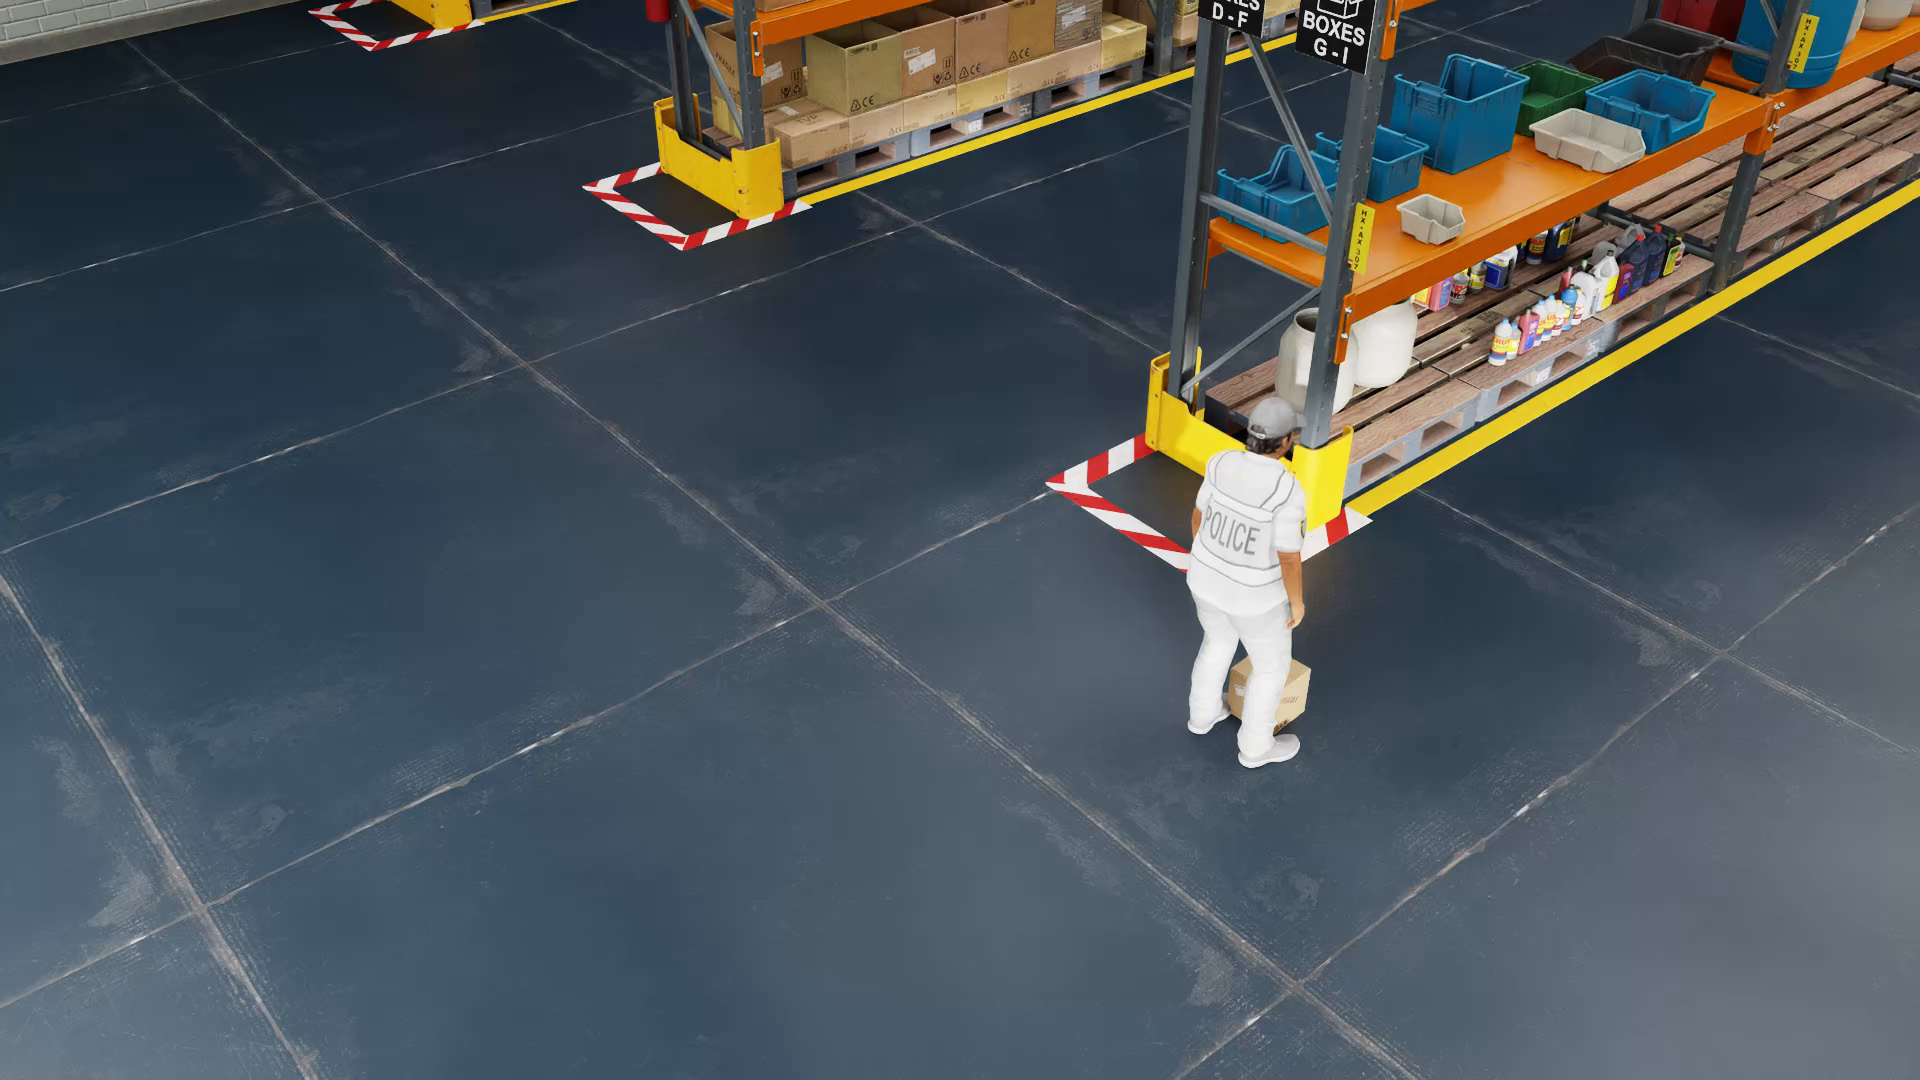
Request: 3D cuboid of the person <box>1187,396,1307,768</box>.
[{"bbox_3d":[1.197,0.176,6.829,0.468,1.666,0.564,-29,45,-34],"label":"person"}]
